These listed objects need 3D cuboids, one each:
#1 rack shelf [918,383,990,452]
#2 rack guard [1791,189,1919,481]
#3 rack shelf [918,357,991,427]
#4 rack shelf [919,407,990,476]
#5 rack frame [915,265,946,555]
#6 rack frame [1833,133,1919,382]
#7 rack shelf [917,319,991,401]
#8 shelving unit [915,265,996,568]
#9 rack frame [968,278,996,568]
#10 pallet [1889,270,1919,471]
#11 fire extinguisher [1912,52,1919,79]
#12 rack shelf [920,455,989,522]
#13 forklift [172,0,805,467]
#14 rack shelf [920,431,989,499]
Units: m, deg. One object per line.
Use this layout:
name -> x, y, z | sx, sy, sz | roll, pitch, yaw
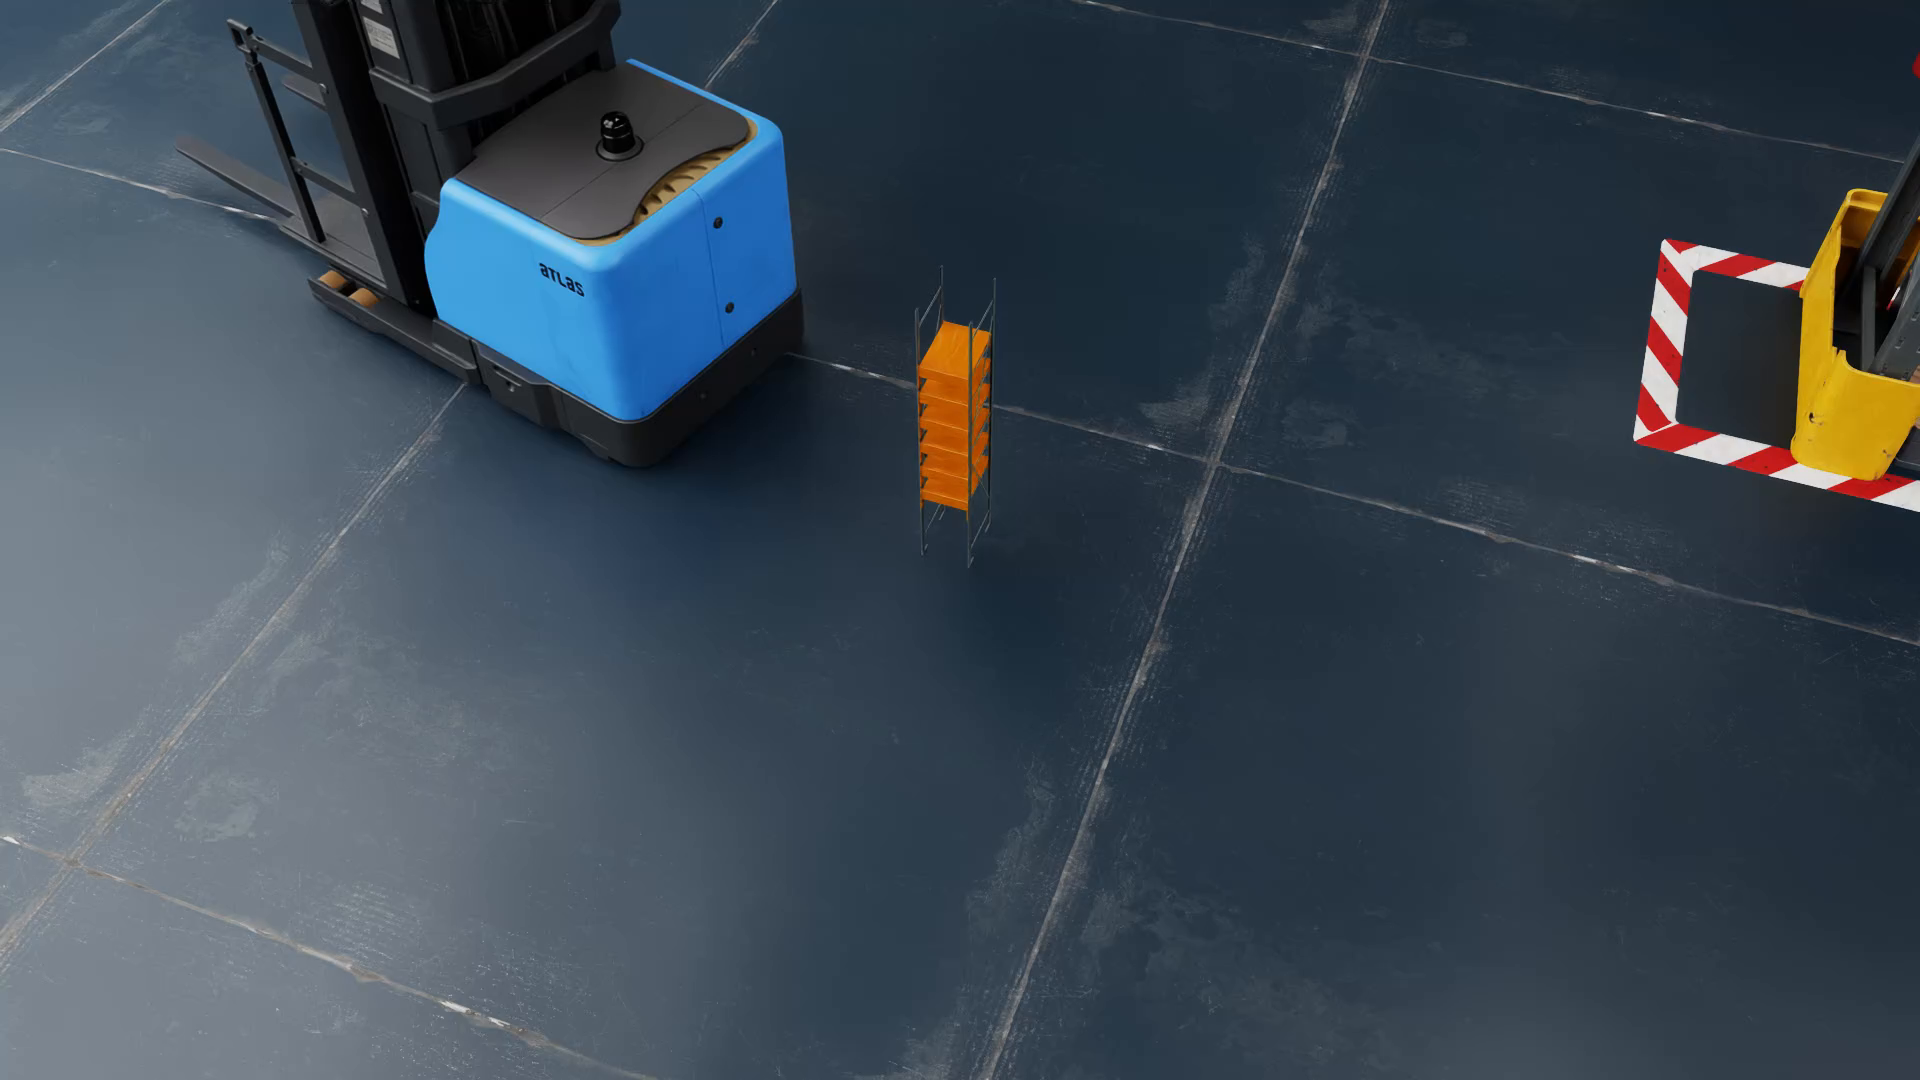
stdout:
rack shelf -> -0.014, -0.446, 5.743 | 0.180, 0.103, 0.258 | 16, 51, 13
rack guard -> 3.616, -0.836, 6.644 | 0.348, 0.500, 1.175 | 16, 51, 13
rack shelf -> -0.014, -0.525, 5.652 | 0.180, 0.103, 0.258 | 16, 51, 13
rack shelf -> -0.014, -0.368, 5.833 | 0.180, 0.103, 0.258 | 16, 51, 13
rack frame -> -0.099, -0.421, 5.821 | 0.006, 1.200, 0.240 | 16, 51, 13
rack frame -> 3.638, -1.649, 5.694 | 0.127, 3.000, 1.000 | 16, 51, 13
rack shelf -> -0.014, -0.603, 5.561 | 0.180, 0.103, 0.258 | 16, 51, 13
shelving unit -> -0.014, -0.397, 5.800 | 0.189, 1.200, 0.258 | 16, 51, 13
rack frame -> 0.072, -0.373, 5.779 | 0.006, 1.200, 0.240 | 16, 51, 13
pallet -> 4.370, -0.565, 6.600 | 1.213, 0.211, 1.003 | 16, 51, 13
fire extinguisher -> 3.688, -1.983, 6.035 | 0.183, 0.674, 0.296 | 16, 51, 13
rack shelf -> -0.014, -0.210, 6.015 | 0.180, 0.103, 0.258 | 16, 51, 13
forklift -> -2.138, -2.150, 6.174 | 3.031, 2.935, 1.130 | 28, 55, 22
rack shelf -> -0.014, -0.289, 5.924 | 0.180, 0.103, 0.258 | 16, 51, 13
